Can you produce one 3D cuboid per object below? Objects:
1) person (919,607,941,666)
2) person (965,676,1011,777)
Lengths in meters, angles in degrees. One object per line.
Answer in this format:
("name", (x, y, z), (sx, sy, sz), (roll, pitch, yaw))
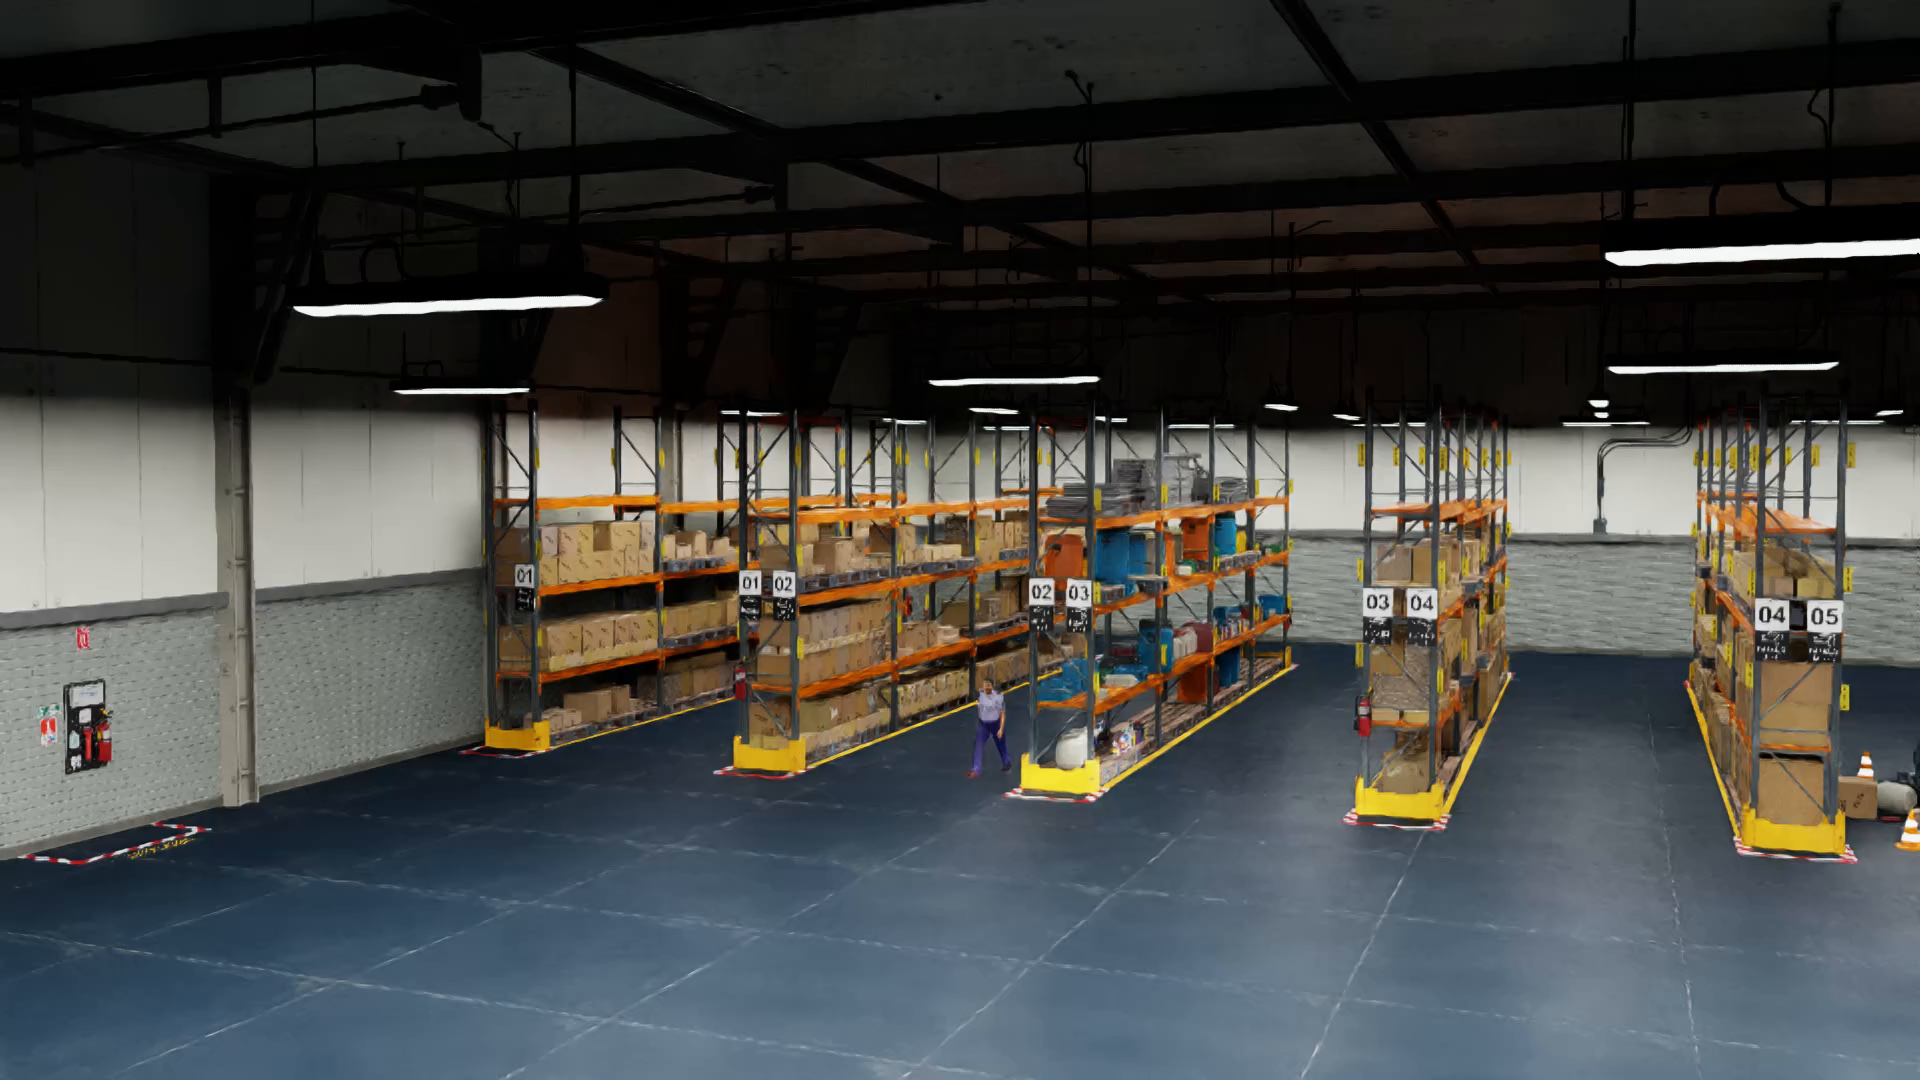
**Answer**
("person", (-0.702, 2.289, 39.412), (0.416, 1.525, 1.034), (1, 3, 20))
("person", (0.489, 2.922, 26.097), (0.478, 1.551, 1.094), (1, 3, 25))
